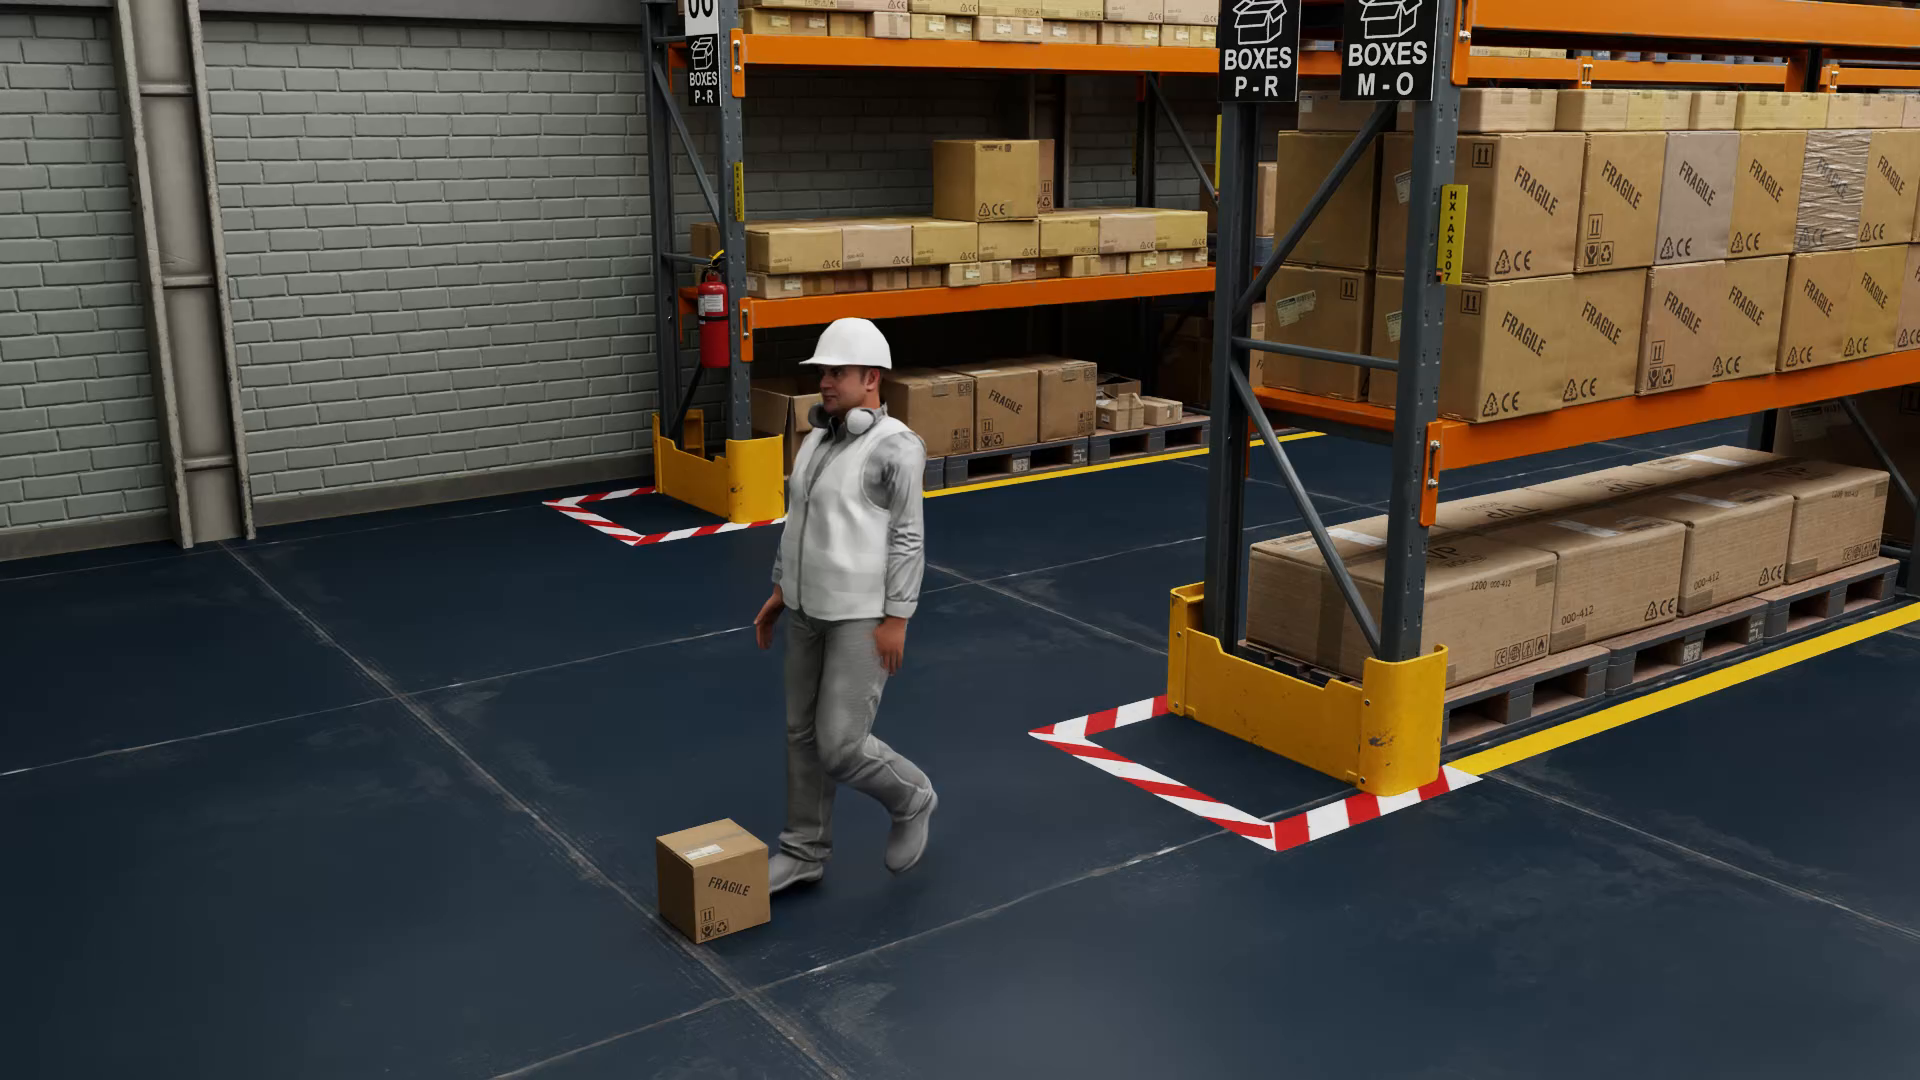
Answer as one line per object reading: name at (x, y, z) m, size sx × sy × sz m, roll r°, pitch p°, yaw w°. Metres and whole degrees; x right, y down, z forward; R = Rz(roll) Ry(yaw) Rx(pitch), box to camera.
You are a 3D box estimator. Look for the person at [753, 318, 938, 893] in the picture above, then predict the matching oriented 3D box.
person at (-0.392, 0.217, 5.068) m, size 0.630 × 1.763 × 0.564 m, roll -12°, pitch 19°, yaw -39°
